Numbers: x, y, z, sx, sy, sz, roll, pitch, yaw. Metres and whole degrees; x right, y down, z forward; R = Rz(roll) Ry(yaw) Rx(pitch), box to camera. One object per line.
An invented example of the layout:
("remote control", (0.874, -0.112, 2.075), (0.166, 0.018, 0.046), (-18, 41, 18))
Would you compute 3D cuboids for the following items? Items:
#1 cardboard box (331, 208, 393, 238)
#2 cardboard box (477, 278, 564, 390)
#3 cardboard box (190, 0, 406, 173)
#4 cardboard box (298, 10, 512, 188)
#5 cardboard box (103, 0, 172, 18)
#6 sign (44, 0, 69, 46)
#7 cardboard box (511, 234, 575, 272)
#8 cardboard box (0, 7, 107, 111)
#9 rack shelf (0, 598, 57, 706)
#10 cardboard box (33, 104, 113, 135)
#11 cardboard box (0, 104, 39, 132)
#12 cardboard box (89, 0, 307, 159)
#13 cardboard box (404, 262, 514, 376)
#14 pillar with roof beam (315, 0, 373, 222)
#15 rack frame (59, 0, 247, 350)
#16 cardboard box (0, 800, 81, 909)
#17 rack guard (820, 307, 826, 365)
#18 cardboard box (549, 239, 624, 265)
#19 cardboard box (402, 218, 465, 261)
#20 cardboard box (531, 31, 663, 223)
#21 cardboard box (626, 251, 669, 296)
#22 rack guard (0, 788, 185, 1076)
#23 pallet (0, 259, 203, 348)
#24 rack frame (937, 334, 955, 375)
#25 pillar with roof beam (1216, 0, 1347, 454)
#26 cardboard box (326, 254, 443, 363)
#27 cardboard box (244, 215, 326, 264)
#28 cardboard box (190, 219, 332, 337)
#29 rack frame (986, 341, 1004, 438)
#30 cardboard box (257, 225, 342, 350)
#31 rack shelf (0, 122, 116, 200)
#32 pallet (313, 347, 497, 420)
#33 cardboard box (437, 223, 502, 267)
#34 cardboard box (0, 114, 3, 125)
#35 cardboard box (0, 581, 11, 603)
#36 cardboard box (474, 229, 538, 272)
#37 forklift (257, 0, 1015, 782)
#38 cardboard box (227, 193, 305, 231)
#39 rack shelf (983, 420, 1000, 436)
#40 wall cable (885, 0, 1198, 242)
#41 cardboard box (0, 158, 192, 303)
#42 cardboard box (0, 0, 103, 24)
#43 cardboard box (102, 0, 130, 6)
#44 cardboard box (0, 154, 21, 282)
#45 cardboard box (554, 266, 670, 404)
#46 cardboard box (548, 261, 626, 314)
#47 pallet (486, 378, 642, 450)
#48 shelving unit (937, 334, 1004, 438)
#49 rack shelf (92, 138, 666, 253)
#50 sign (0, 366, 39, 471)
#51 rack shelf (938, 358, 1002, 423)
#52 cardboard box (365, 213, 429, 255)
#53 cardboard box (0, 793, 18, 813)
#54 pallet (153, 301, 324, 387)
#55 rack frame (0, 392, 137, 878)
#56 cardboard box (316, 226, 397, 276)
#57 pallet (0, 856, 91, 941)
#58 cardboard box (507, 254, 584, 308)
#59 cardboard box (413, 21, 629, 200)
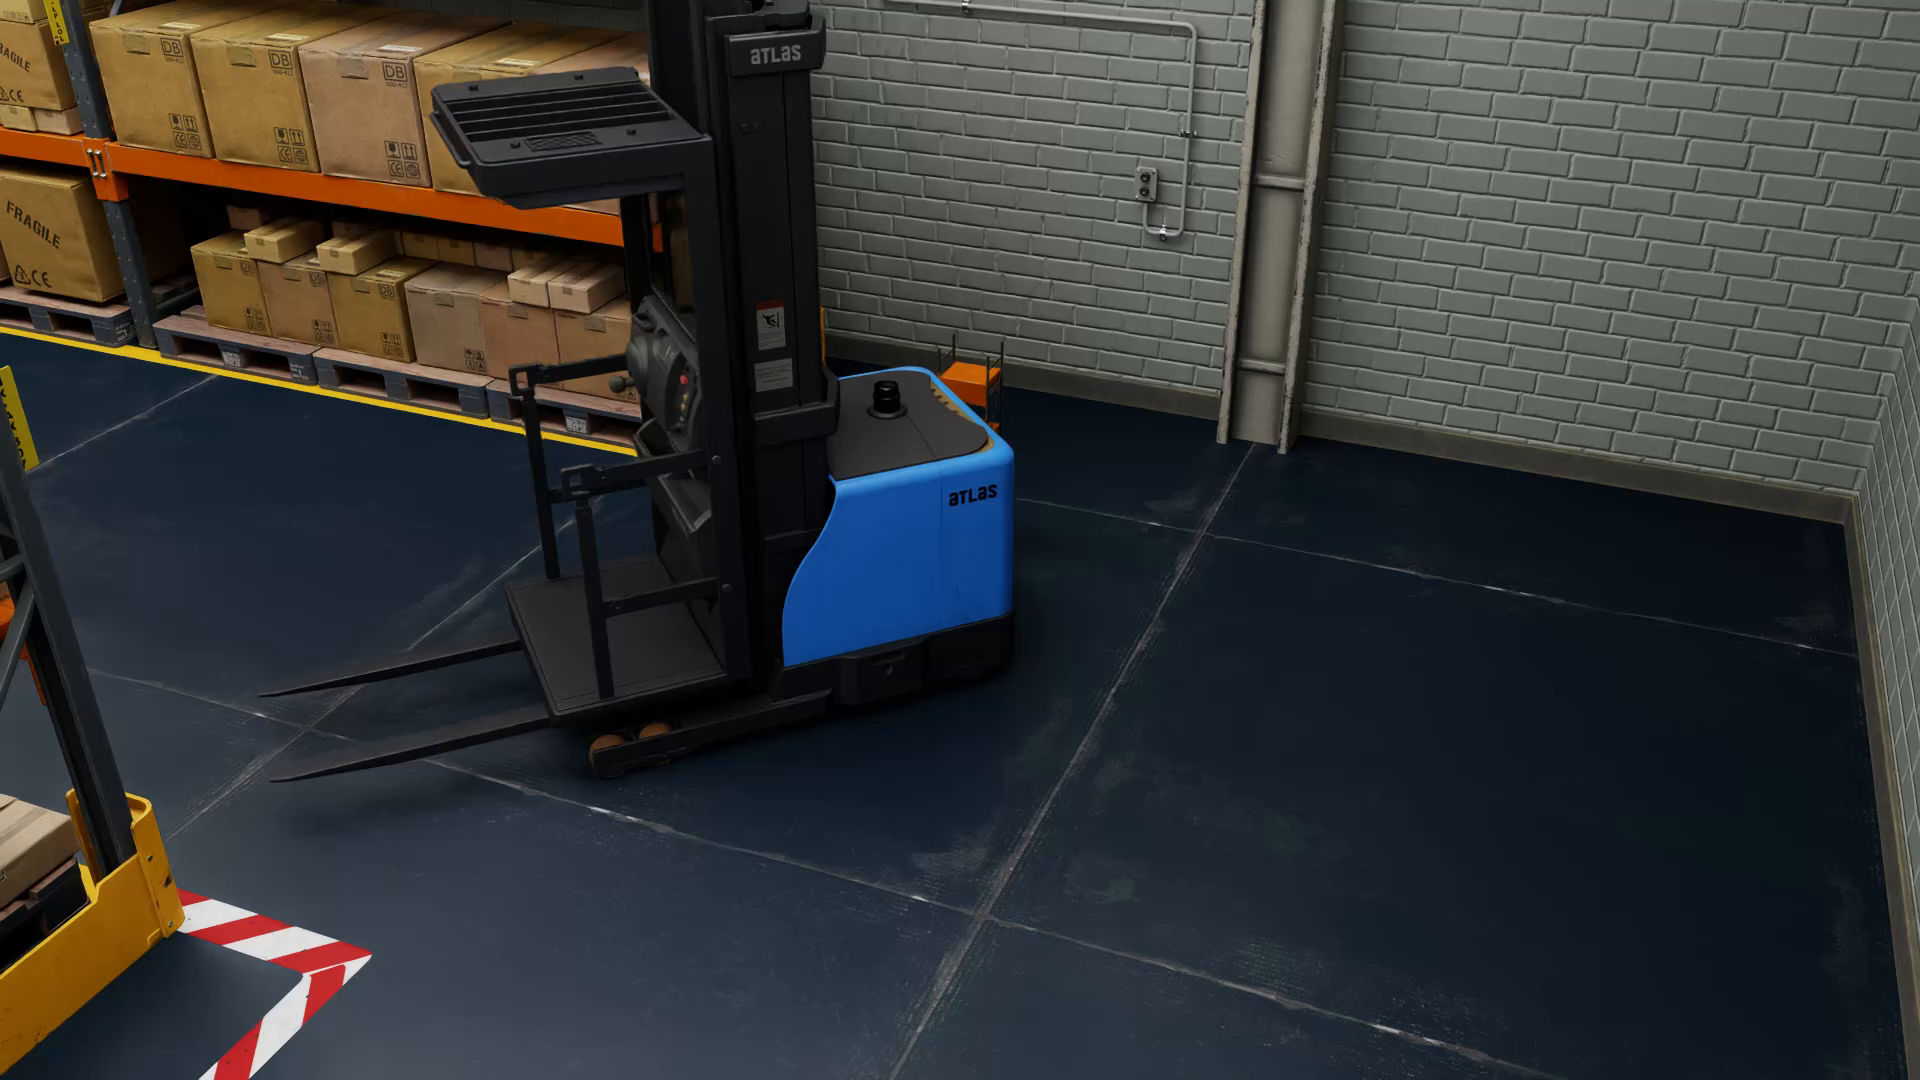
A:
("cardboard box", (-3.545, -1.890, 9.999), (0.250, 0.149, 0.380), (10, 31, 18))
("cardboard box", (-2.317, -1.256, 9.538), (0.500, 0.500, 0.700), (11, 31, 19))
("cardboard box", (-3.703, -2.611, 9.516), (0.700, 0.700, 0.980), (10, 31, 18))
("cardboard box", (-3.025, -2.481, 9.285), (0.700, 0.700, 0.980), (10, 31, 17))
("cardboard box", (-5.205, -3.107, 10.275), (0.500, 0.500, 0.500), (10, 31, 17))
("sign", (-5.068, -2.946, 9.317), (0.005, 0.325, 0.100), (11, 31, 19))
("cardboard box", (-2.364, -1.654, 9.583), (0.250, 0.149, 0.380), (12, 31, 20))
("cardboard box", (-5.396, -2.878, 9.868), (0.500, 0.500, 0.500), (11, 31, 18))
("rack shelf", (-4.879, 0.217, 5.549), (4.000, 0.370, 1.077), (11, 31, 19))
("cardboard box", (-5.293, -2.558, 9.963), (0.250, 0.149, 0.380), (12, 31, 20))
("cardboard box", (-5.536, -2.594, 10.026), (0.250, 0.149, 0.380), (12, 32, 20))
("cardboard box", (-4.377, -2.748, 9.759), (0.700, 0.700, 0.980), (12, 32, 20))
("cardboard box", (-2.783, -1.349, 9.702), (0.500, 0.500, 0.700), (10, 31, 17))
("pillar with roof beam", (-5.518, -3.639, 5.543), (0.400, 9.000, 9.100), (11, 31, 19))
("rack frame", (-4.873, -2.725, 10.023), (0.127, 3.000, 1.000), (11, 31, 19))
("cardboard box", (-3.285, 1.089, 5.724), (0.250, 0.149, 0.380), (11, 31, 19))
("rack guard", (-1.145, -0.893, 9.321), (0.348, 0.500, 1.175), (11, 31, 19))
("cardboard box", (-2.132, -1.608, 9.500), (0.250, 0.149, 0.380), (11, 31, 19))
("cardboard box", (-3.072, -1.795, 9.832), (0.250, 0.149, 0.380), (11, 31, 18))
("cardboard box", (-1.643, -2.206, 8.799), (0.700, 0.700, 0.980), (13, 32, 21))
("cardboard box", (-1.662, -1.514, 9.335), (0.250, 0.149, 0.380), (12, 31, 19))
("rack guard", (-3.096, 1.348, 5.357), (0.348, 0.500, 1.175), (11, 31, 19))
("pallet", (-5.617, -1.620, 10.901), (1.213, 0.211, 1.003), (11, 31, 19))
("rack frame", (-0.063, -0.470, 8.014), (0.008, 1.050, 0.200), (11, 31, 19))
("pillar with roof beam", (0.042, -2.529, 3.579), (0.400, 9.000, 9.100), (11, 31, 19))
("cardboard box", (-3.280, -1.445, 9.871), (0.500, 0.500, 0.700), (12, 32, 20))
("cardboard box", (-3.970, -1.771, 9.789), (0.250, 0.149, 0.380), (12, 32, 21))
("cardboard box", (-4.219, -1.635, 10.208), (0.500, 0.500, 0.700), (12, 32, 20))
("rack frame", (0.163, -0.425, 7.934), (0.008, 1.050, 0.200), (11, 31, 19))
("cardboard box", (-3.755, -1.540, 10.041), (0.500, 0.500, 0.700), (11, 31, 19))
("rack shelf", (-6.727, -2.782, 10.855), (4.000, 0.370, 1.077), (11, 31, 19))
("pallet", (-3.064, -1.110, 10.000), (1.213, 0.211, 1.003), (11, 31, 19))
("cardboard box", (-2.838, -1.748, 9.749), (0.250, 0.149, 0.380), (12, 31, 20))
("cardboard box", (-5.759, -2.663, 10.147), (0.250, 0.149, 0.380), (12, 32, 21))
("cardboard box", (-3.338, 0.028, 5.050), (0.500, 0.500, 0.500), (12, 32, 20))
("cardboard box", (-2.600, -1.701, 9.665), (0.250, 0.149, 0.380), (12, 32, 20))
("forklift", (-1.327, -0.632, 6.390), (3.031, 2.935, 1.130), (-12, 32, -21))
("cardboard box", (-4.279, -2.035, 10.256), (0.250, 0.149, 0.380), (11, 31, 19))
("rack shelf", (0.050, -0.438, 7.979), (0.240, 0.259, 0.215), (11, 31, 19))
("wall cable", (0.375, -2.622, 8.808), (1.851, 1.984, 0.084), (11, 31, 19))
("cardboard box", (-5.525, -2.033, 10.557), (0.750, 0.750, 0.750), (12, 32, 20))
("cardboard box", (-5.402, -3.203, 9.683), (0.500, 0.250, 0.500), (12, 32, 20))
("cardboard box", (-5.202, -3.438, 10.097), (0.500, 0.250, 0.500), (12, 32, 21))
("cardboard box", (-6.349, -2.196, 10.846), (0.750, 0.750, 0.750), (12, 32, 21))
("cardboard box", (-1.853, -1.164, 9.374), (0.500, 0.500, 0.700), (11, 31, 19))
("cardboard box", (-2.041, -1.387, 9.110), (0.250, 0.149, 0.380), (11, 31, 19))
("pallet", (-1.937, -0.884, 9.599), (1.213, 0.211, 1.003), (11, 31, 19))
("shelving unit", (0.050, -0.447, 7.974), (0.252, 1.050, 0.215), (11, 31, 19))
("rack shelf", (-3.020, -2.042, 9.546), (4.000, 0.370, 1.077), (11, 31, 19))
("sign", (-2.822, -0.350, 4.942), (0.005, 0.325, 0.100), (11, 31, 19))
("rack shelf", (0.050, -0.685, 7.840), (0.240, 0.259, 0.215), (11, 31, 19))
("cardboard box", (-3.312, -1.843, 9.916), (0.250, 0.149, 0.380), (12, 31, 20))
("cardboard box", (-3.516, 1.035, 5.802), (0.250, 0.166, 0.380), (11, 31, 19))
("pallet", (-4.198, -1.335, 10.398), (1.213, 0.211, 1.003), (11, 31, 19))
("rack frame", (-3.026, 0.274, 4.717), (0.127, 3.000, 1.000), (11, 31, 19))
("cardboard box", (-3.487, -1.674, 9.618), (0.250, 0.149, 0.380), (10, 31, 18))
("pallet", (-3.835, 1.327, 5.688), (1.213, 0.211, 1.003), (11, 31, 19))
("cardboard box", (-2.278, -1.434, 9.193), (0.250, 0.149, 0.380), (12, 32, 20))
("cardboard box", (-2.322, -2.335, 9.028), (0.700, 0.700, 0.980), (11, 31, 19))
